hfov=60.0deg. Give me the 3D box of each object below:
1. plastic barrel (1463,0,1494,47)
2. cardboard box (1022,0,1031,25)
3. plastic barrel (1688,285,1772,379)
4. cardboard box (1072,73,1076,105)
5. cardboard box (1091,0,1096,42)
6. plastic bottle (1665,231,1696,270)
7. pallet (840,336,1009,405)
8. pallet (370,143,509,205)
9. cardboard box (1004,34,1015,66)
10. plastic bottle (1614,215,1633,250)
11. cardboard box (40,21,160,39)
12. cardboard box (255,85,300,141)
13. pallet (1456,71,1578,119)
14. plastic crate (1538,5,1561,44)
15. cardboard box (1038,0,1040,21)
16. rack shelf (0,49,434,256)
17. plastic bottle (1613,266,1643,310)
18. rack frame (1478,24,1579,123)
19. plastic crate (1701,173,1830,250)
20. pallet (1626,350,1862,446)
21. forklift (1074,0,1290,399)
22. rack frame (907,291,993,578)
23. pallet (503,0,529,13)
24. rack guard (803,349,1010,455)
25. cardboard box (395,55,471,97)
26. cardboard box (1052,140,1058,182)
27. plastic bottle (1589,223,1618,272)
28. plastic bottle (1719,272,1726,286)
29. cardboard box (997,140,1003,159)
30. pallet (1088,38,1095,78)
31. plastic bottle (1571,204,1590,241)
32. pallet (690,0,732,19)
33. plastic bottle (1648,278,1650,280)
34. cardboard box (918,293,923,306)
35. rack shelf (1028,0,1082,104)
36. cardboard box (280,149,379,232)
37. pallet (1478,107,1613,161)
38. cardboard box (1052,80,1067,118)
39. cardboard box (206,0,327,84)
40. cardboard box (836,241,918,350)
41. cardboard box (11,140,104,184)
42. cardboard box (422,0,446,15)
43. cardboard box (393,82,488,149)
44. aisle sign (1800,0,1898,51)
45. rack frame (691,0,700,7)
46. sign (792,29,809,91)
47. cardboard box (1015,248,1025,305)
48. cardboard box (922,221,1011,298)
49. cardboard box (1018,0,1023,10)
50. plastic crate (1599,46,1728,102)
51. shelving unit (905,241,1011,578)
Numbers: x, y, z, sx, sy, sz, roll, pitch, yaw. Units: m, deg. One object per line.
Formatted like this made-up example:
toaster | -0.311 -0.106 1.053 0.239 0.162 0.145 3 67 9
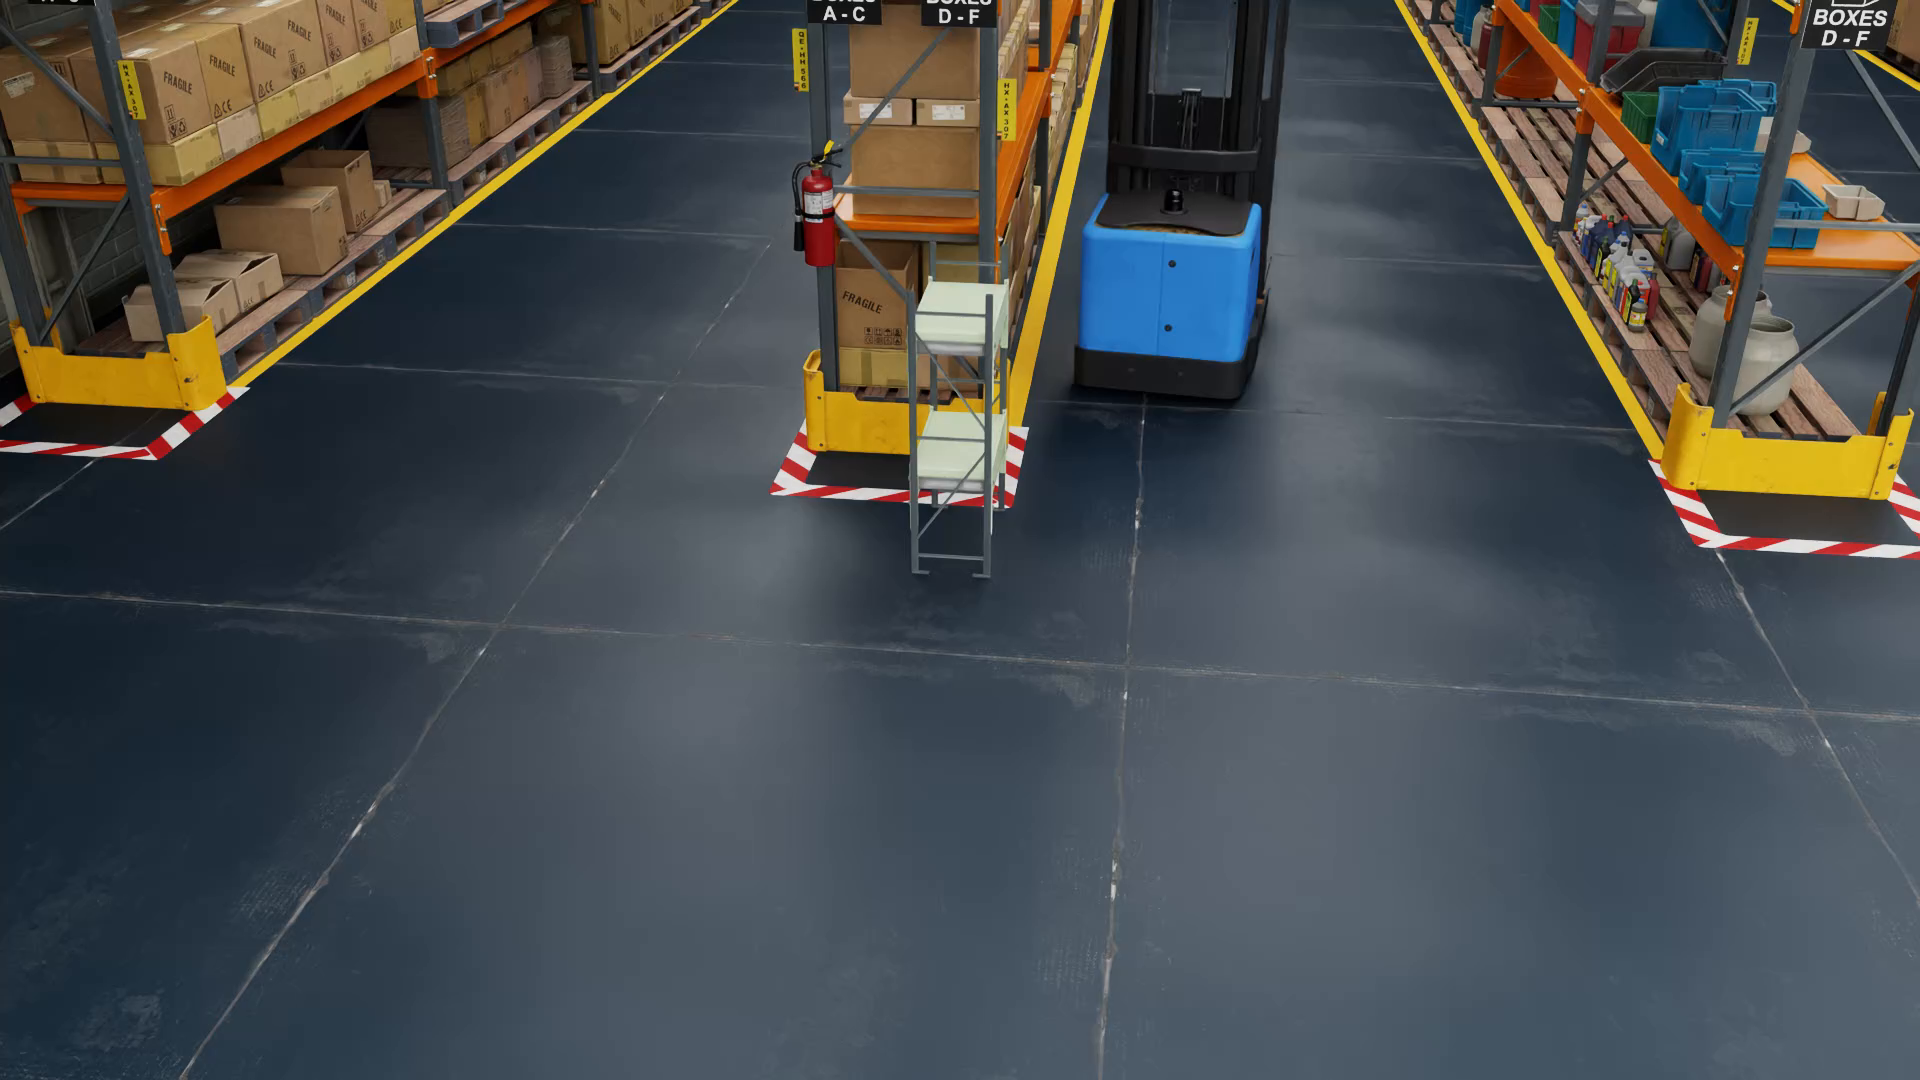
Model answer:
plastic barrel | 5.914 -5.936 18.375 0.600 0.901 0.708 3 28 6
cardboard box | 0.306 -3.736 11.733 0.380 0.149 0.250 3 28 5
plastic barrel | 4.681 -1.254 10.096 0.421 0.512 0.421 0 28 0
cardboard box | 0.857 -4.382 16.178 0.500 0.250 0.500 4 29 7
cardboard box | 1.262 -5.929 18.764 0.500 0.500 0.500 4 29 7
plastic bottle | 5.138 -2.078 11.853 0.152 0.276 0.135 3 28 6
pallet | -0.249 -1.039 10.456 1.003 0.211 1.213 3 28 6
pallet | -4.634 -3.212 14.489 1.003 0.211 1.213 3 28 6
cardboard box | 0.150 -3.129 10.606 0.380 0.149 0.250 4 29 7
plastic bottle | 4.737 -2.160 11.927 0.144 0.351 0.185 3 28 6
cardboard box | -5.300 -2.934 10.379 0.500 0.500 0.500 4 29 7
cardboard box | -4.725 -2.829 10.975 0.500 0.250 0.500 3 28 5
pallet | 5.650 -4.526 16.929 1.003 0.211 1.213 3 28 6
plastic crate | 5.038 -4.240 13.681 0.450 0.188 0.662 3 28 6
cardboard box | 0.425 -4.675 14.160 0.500 0.500 0.500 3 28 6
rack shelf | -4.973 -2.815 11.571 1.077 0.370 4.000 3 28 6
plastic bottle | 4.479 -1.681 11.116 0.152 0.276 0.135 3 28 5
rack frame | 5.595 -5.380 15.574 1.000 3.000 0.127 3 28 6
plastic crate | 4.379 -1.802 9.089 0.499 0.251 0.616 3 28 6
pallet | 4.682 -0.807 10.026 1.003 0.211 1.213 3 28 6
forklift | 1.561 -2.836 10.924 1.130 2.935 3.031 7 29 12
rack frame | -0.046 -0.485 8.069 0.400 1.500 0.023 3 28 6
pallet | -4.440 -4.937 14.954 1.003 0.211 1.213 3 28 6
rack guard | -0.304 -0.792 9.693 1.175 0.500 0.348 3 28 6
cardboard box | -4.604 -4.051 14.488 0.500 0.250 0.500 3 28 5
cardboard box | 0.548 -3.177 13.941 0.500 0.250 0.500 4 29 7
plastic bottle | 4.571 -2.080 11.777 0.144 0.351 0.185 2 28 4
plastic bottle | 5.237 -1.763 11.347 0.097 0.201 0.097 0 28 0
cardboard box | -0.105 -2.648 10.397 0.700 0.500 0.500 4 29 7
pallet | 0.960 -5.364 18.484 1.003 0.211 1.213 3 28 6
plastic bottle | 4.630 -2.365 12.390 0.097 0.271 0.097 0 28 0
pallet | -3.577 -6.964 21.455 1.003 0.211 1.213 3 28 6
plastic bottle | 4.606 -1.650 11.137 0.097 0.201 0.097 0 28 0
cardboard box | -0.479 -1.384 10.613 0.500 0.250 0.500 3 28 6
rack shelf | 0.434 -4.412 14.535 1.077 0.370 4.000 3 28 6
cardboard box | -4.815 -2.675 12.725 0.500 0.500 0.500 1 28 2
pallet | 5.461 -3.790 15.562 1.003 0.211 1.213 3 28 6
cardboard box | 0.674 -3.912 14.714 0.500 0.311 0.500 4 29 8
cardboard box | -4.670 -3.389 11.224 0.500 0.500 0.500 4 29 8
cardboard box | -0.531 -1.478 9.997 0.500 0.500 0.500 3 28 6
cardboard box | -5.353 -2.364 10.113 0.500 0.250 0.500 4 29 7
cardboard box | -4.632 -4.548 13.460 0.700 0.500 0.500 3 29 6
cardboard box | -4.641 -3.760 14.738 0.700 0.500 0.500 3 28 5
aisle sign | 4.311 -2.742 7.936 0.394 0.787 0.004 3 28 6
rack frame | -3.748 -7.839 20.137 1.000 3.000 0.127 3 28 6
sign | -0.838 -2.556 8.861 0.100 0.325 0.005 3 28 6
cardboard box | 0.171 -1.824 11.429 0.500 0.250 0.500 3 28 6
cardboard box | 0.045 -1.683 10.378 0.500 0.500 0.500 3 28 6
cardboard box | 0.080 -3.955 11.455 0.700 0.500 0.500 3 28 6
plastic crate | 4.914 -3.231 11.650 0.767 0.338 0.504 3 28 6
shelving unit | -0.001 -0.657 8.388 0.431 1.500 0.755 3 28 6
